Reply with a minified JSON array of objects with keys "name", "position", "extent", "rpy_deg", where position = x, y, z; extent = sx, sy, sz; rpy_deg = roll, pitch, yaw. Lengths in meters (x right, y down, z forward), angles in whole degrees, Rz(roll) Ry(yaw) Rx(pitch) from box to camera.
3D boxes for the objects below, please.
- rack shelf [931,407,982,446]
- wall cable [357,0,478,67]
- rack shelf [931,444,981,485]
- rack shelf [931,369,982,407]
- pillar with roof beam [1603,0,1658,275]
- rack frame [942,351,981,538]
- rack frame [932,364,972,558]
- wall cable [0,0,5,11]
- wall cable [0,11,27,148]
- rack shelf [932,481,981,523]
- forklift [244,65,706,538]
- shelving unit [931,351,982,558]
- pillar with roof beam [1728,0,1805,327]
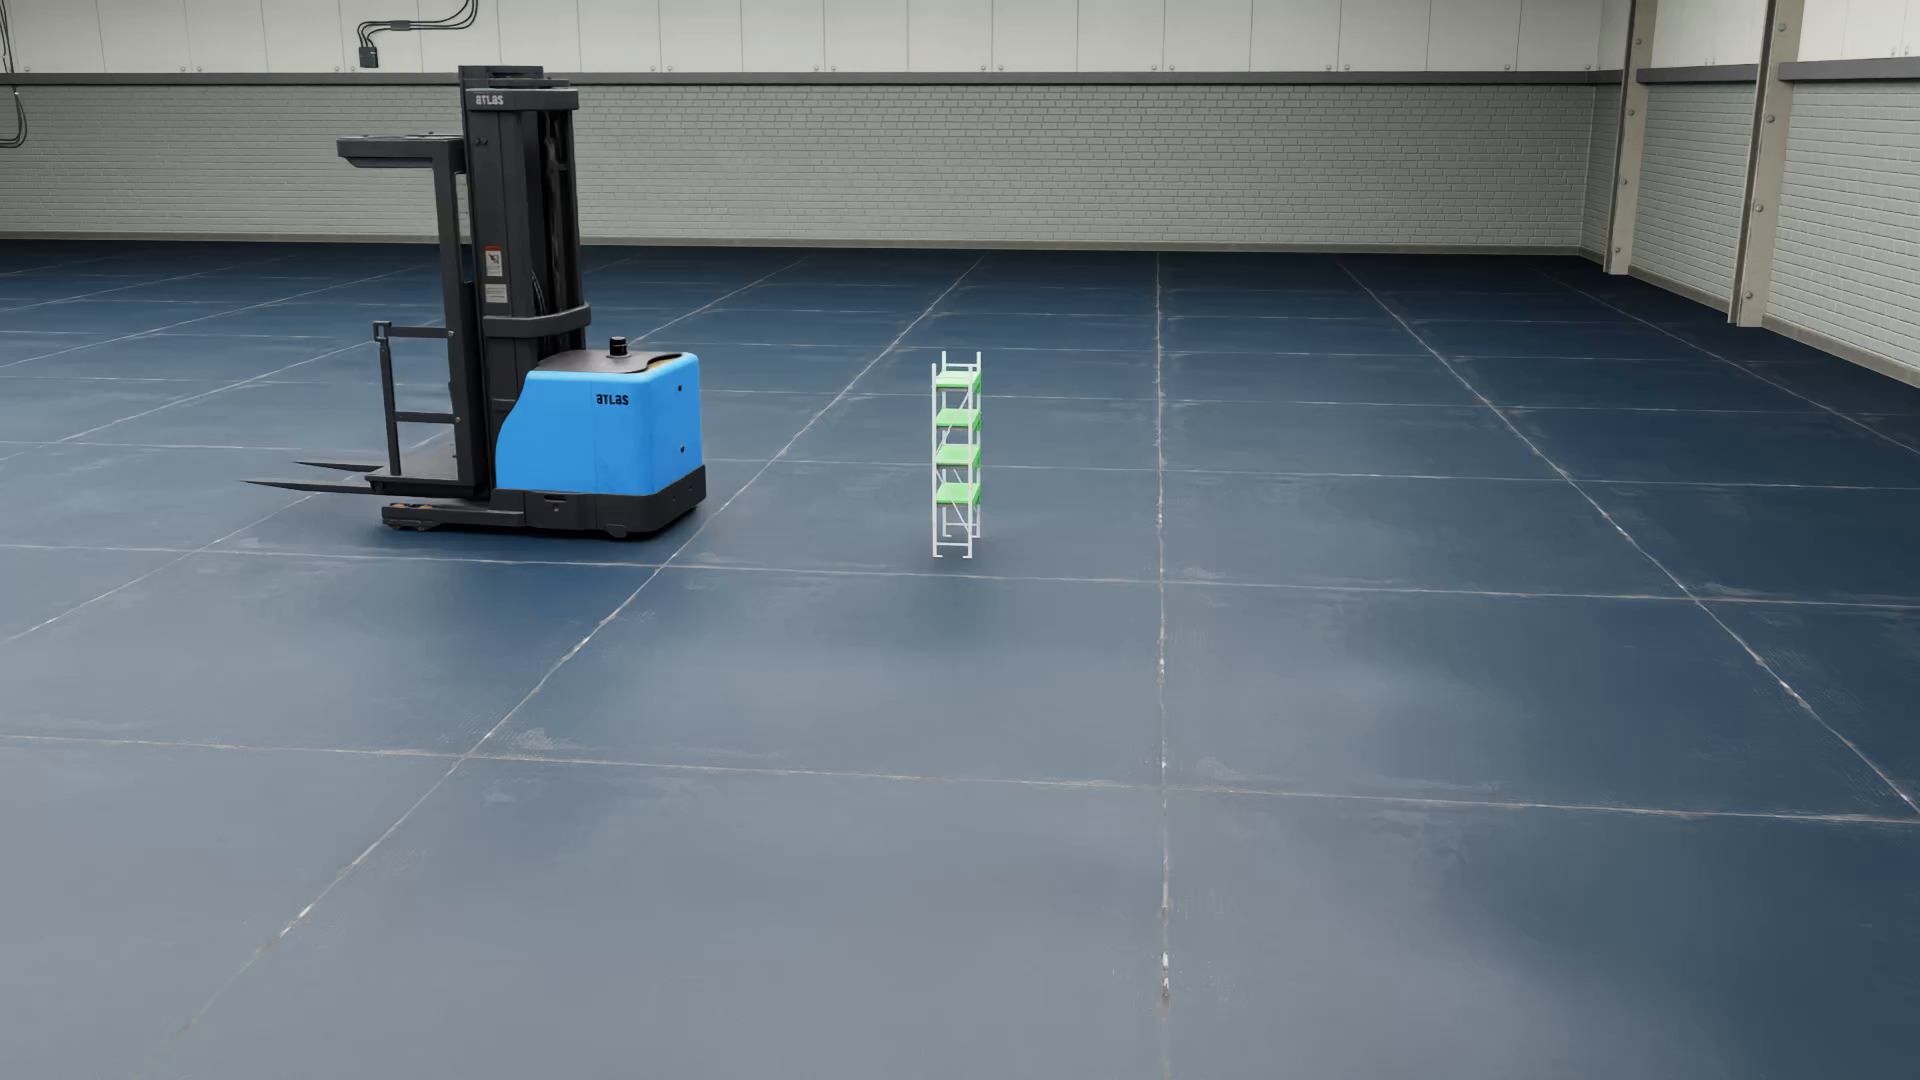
[{"name":"rack shelf","position":[-0.019,-0.706,10.301],"extent":[0.258,0.148,0.480],"rpy_deg":[2,15,6]},{"name":"wall cable","position":[-9.871,-11.564,29.672],"extent":[2.305,6.003,0.169],"rpy_deg":[2,15,6]},{"name":"rack shelf","position":[-0.019,-0.475,10.363],"extent":[0.258,0.148,0.480],"rpy_deg":[2,15,6]},{"name":"rack shelf","position":[-0.019,-0.938,10.238],"extent":[0.258,0.148,0.480],"rpy_deg":[2,15,6]},{"name":"pillar with roof beam","position":[6.073,-8.680,25.521],"extent":[9.100,9.000,0.400],"rpy_deg":[2,15,6]},{"name":"rack frame","position":[0.009,-0.600,10.581],"extent":[0.240,1.200,0.015],"rpy_deg":[2,15,6]},{"name":"rack frame","position":[-0.046,-0.473,10.113],"extent":[0.240,1.200,0.015],"rpy_deg":[2,15,6]},{"name":"wall cable","position":[-16.614,-11.065,30.617],"extent":[3.097,2.526,0.112],"rpy_deg":[2,15,6]},{"name":"wall cable","position":[-19.302,-8.707,31.571],"extent":[3.097,2.526,0.112],"rpy_deg":[2,15,6]},{"name":"rack shelf","position":[-0.019,-0.243,10.426],"extent":[0.258,0.148,0.480],"rpy_deg":[2,15,6]},{"name":"forklift","position":[-3.319,-1.604,10.980],"extent":[3.031,2.935,1.130],"rpy_deg":[3,15,12]},{"name":"shelving unit","position":[-0.019,-0.536,10.347],"extent":[0.258,1.200,0.503],"rpy_deg":[2,15,6]},{"name":"pillar with roof beam","position":[5.396,-7.123,19.766],"extent":[9.100,9.000,0.400],"rpy_deg":[2,15,6]}]
